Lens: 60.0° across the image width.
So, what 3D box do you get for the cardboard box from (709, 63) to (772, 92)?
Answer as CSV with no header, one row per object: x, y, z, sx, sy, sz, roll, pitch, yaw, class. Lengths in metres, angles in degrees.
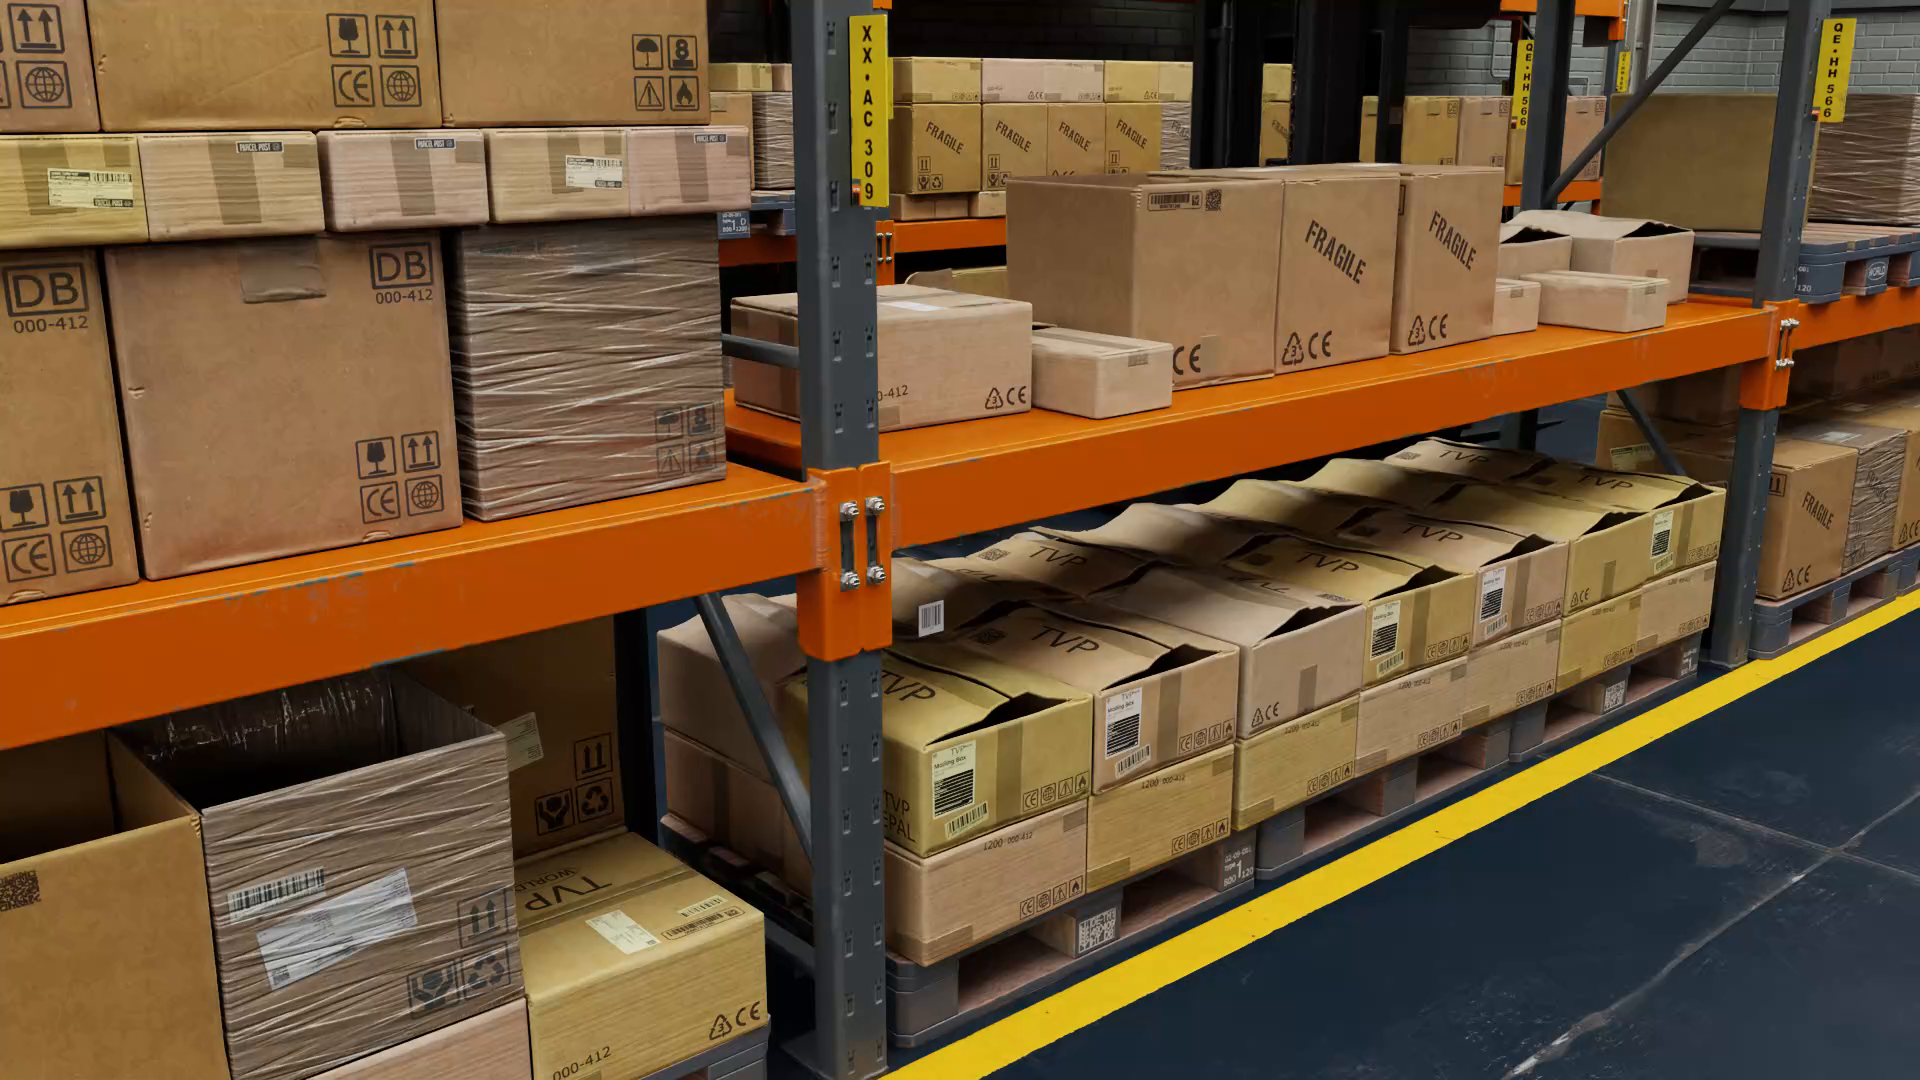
-1.236,-2.500,8.994,0.380,0.149,0.250,12,19,38,cardboard box

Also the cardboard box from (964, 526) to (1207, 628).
0.358,0.151,4.801,0.500,0.311,0.500,-13,20,-40,cardboard box

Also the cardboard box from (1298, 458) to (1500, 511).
1.513,-0.107,5.766,0.500,0.311,0.500,-13,20,-41,cardboard box

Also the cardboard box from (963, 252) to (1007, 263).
0.543,-1.458,10.748,0.750,0.750,0.750,-13,20,-40,cardboard box

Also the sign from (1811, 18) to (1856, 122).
2.859,-1.536,5.443,0.005,0.325,0.100,-13,19,-39,sign

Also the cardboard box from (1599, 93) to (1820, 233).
2.893,-1.464,6.409,0.700,0.500,0.500,8,17,28,cardboard box

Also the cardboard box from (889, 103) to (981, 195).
-0.228,-2.282,9.670,0.500,0.500,0.500,-12,19,-38,cardboard box

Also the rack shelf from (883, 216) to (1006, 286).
0.746,-2.039,10.964,4.000,0.370,1.077,-13,19,-39,rack shelf

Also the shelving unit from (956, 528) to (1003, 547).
0.040,-0.516,7.648,0.252,1.050,0.215,-13,19,-39,shelving unit

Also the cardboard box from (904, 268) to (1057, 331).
0.017,-0.526,4.167,0.258,0.266,0.396,-13,20,-41,cardboard box

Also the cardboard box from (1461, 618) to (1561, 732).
1.487,0.351,5.138,0.500,0.250,0.500,-12,19,-38,cardboard box

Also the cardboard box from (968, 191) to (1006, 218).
0.089,-2.016,9.933,0.250,0.149,0.380,-12,19,-38,cardboard box

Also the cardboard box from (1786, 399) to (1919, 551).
3.796,-0.284,6.991,0.500,0.500,0.500,-13,20,-40,cardboard box

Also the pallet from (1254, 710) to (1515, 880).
0.925,0.601,5.091,1.213,0.211,1.003,-13,19,-39,pallet

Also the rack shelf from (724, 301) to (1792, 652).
0.983,-0.397,4.819,4.000,0.370,1.077,-13,19,-39,rack shelf

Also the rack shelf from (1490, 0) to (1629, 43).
3.764,-4.166,13.114,4.000,0.370,1.077,-13,19,-39,rack shelf

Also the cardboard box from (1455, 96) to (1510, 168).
3.771,-3.207,13.361,0.700,0.700,0.980,-14,20,-42,cardboard box

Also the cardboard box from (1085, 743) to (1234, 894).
0.328,0.613,4.157,0.500,0.250,0.500,-12,19,-38,cardboard box

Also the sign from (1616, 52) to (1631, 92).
5.618,-3.969,14.092,0.005,0.325,0.100,-13,19,-39,sign

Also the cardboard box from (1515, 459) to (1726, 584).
2.258,-0.092,5.711,0.500,0.311,0.500,-12,19,-38,cardboard box

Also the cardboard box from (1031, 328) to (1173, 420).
0.277,-0.395,3.903,0.250,0.149,0.380,-13,19,-39,cardboard box

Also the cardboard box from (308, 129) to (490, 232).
-0.974,-0.594,2.709,0.250,0.149,0.380,-13,20,-41,cardboard box

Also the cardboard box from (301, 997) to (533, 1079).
-1.116,0.923,2.995,0.500,0.250,0.500,-13,19,-39,cardboard box

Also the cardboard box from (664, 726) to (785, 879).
-0.403,0.593,4.233,0.500,0.250,0.500,-13,20,-40,cardboard box

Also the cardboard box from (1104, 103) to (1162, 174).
0.936,-2.542,10.646,0.500,0.500,0.500,-12,19,-38,cardboard box

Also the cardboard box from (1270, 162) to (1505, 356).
1.237,-0.845,4.906,0.500,0.500,0.500,-14,20,-42,cardboard box

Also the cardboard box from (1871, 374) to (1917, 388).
4.207,-0.556,8.010,0.500,0.500,0.500,-12,19,-39,cardboard box

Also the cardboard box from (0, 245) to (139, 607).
-1.631,-0.203,2.504,0.500,0.500,0.700,-12,19,-39,cardboard box

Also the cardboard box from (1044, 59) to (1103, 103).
0.529,-2.815,10.213,0.500,0.250,0.500,-12,19,-39,cardboard box

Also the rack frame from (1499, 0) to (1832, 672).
2.492,-1.084,5.995,0.127,3.000,1.000,-13,19,-39,rack frame

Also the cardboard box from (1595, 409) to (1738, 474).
3.043,-0.293,7.025,0.500,0.500,0.500,-12,19,-37,cardboard box

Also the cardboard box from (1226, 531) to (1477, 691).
1.109,0.166,4.743,0.500,0.311,0.500,-12,19,-38,cardboard box

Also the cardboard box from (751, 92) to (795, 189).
-1.111,-2.227,9.228,0.700,0.500,0.500,13,20,40,cardboard box

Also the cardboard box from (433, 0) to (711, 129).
-0.856,-1.005,2.992,0.500,0.500,0.700,-13,19,-39,cardboard box

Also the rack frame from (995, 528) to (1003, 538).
0.132,-0.537,7.726,0.008,1.050,0.200,-13,19,-39,rack frame

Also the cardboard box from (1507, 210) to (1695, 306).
2.189,-0.988,5.807,0.500,0.311,0.500,-11,19,-36,cardboard box

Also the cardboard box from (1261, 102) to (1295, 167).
2.072,-2.800,11.609,0.500,0.500,0.500,-13,20,-40,cardboard box

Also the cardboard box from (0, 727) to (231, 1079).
-1.492,0.646,2.580,0.500,0.500,0.500,-13,19,-39,cardboard box

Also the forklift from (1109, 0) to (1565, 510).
1.983,-1.738,8.576,3.031,2.935,1.130,-10,18,-32,forklift

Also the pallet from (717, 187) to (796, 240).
-1.230,-1.813,9.098,1.003,0.211,1.213,-13,19,-39,pallet

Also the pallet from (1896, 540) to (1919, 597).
4.000,-0.061,7.570,1.213,0.211,1.003,-13,19,-39,pallet

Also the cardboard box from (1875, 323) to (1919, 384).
4.230,-0.925,7.937,0.500,0.250,0.500,-13,19,-39,cardboard box

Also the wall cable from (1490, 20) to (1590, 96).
5.617,-4.295,16.047,1.851,1.984,0.084,-13,19,-39,wall cable

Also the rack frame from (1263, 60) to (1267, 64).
2.255,-2.725,12.140,0.127,3.000,1.000,-13,19,-39,rack frame

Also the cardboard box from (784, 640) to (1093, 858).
-0.050,0.427,3.767,0.500,0.311,0.500,-13,19,-39,cardboard box
